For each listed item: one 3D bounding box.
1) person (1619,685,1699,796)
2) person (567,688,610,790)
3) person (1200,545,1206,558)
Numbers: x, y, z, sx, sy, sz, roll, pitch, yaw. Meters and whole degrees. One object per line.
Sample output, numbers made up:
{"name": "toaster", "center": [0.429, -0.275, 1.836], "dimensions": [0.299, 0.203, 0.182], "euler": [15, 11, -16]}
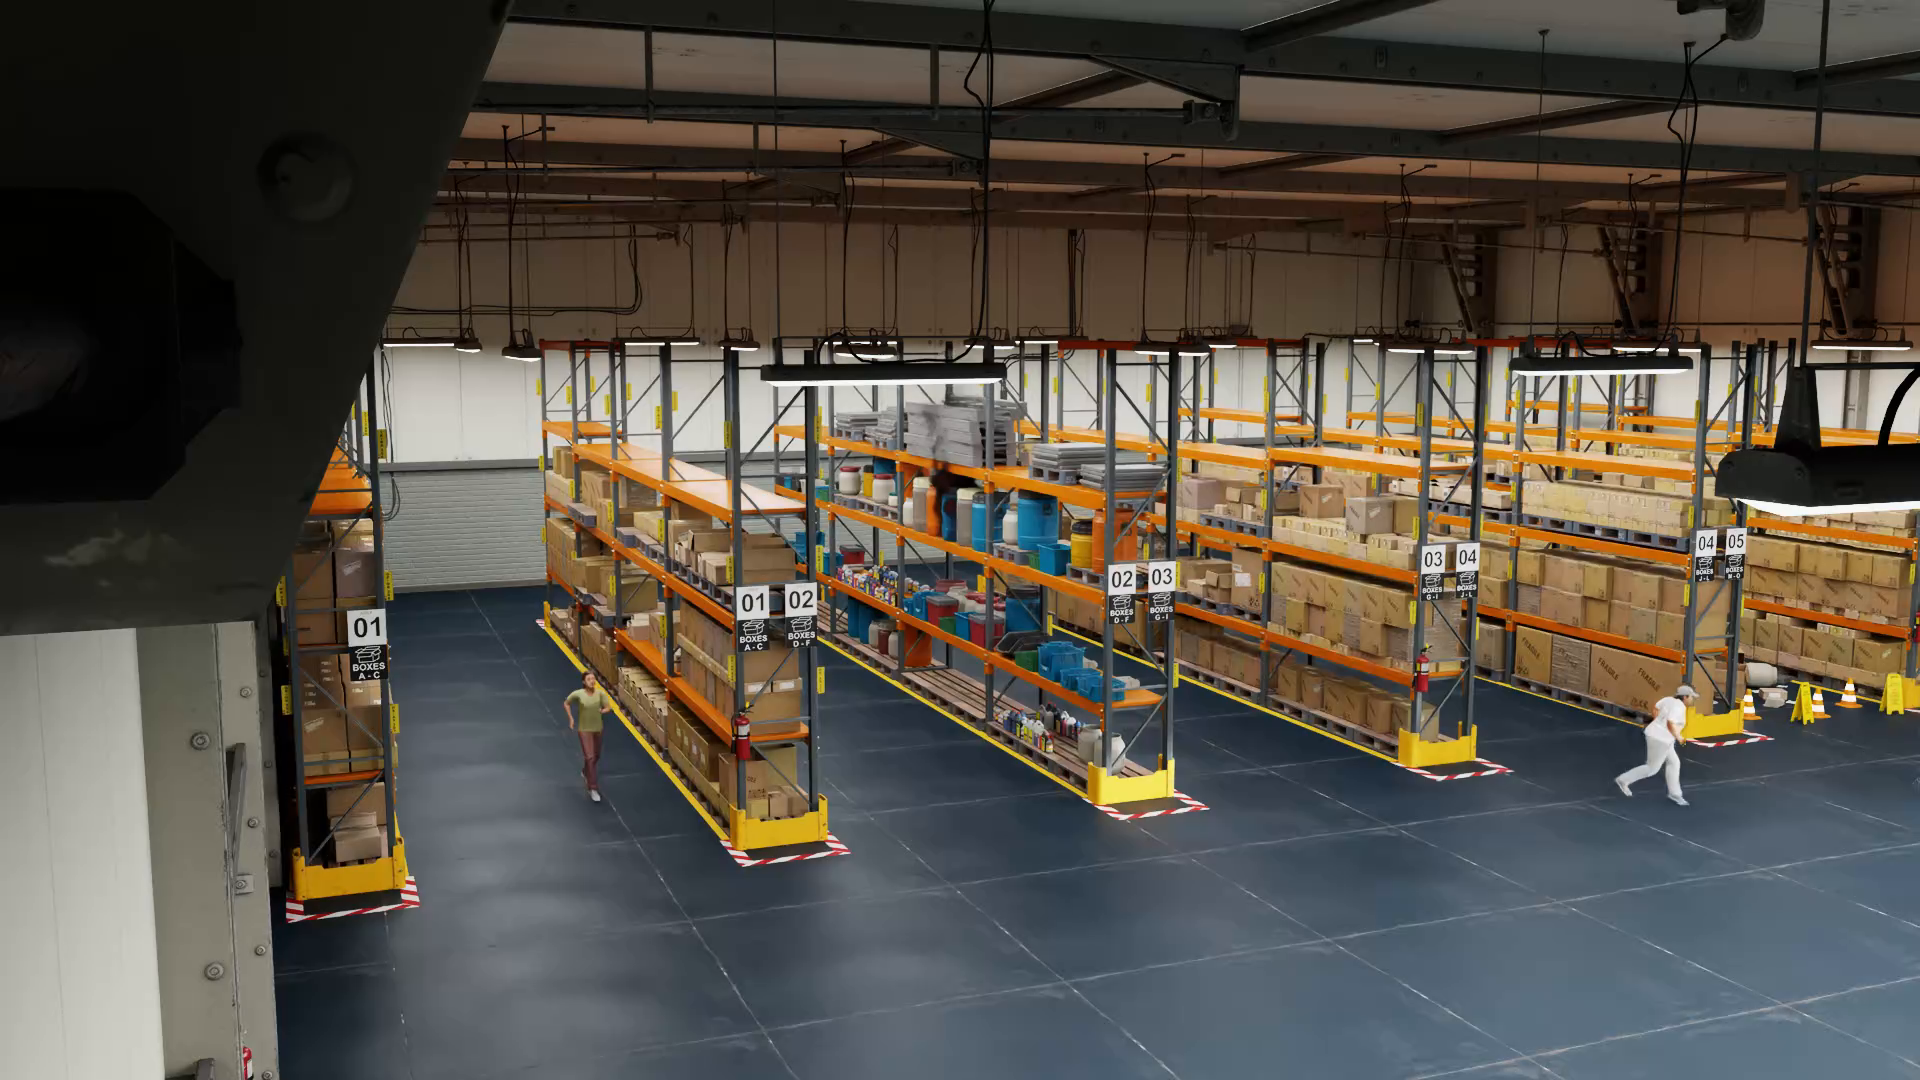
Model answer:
{"name": "person", "center": [9.226, 2.646, 21.987], "dimensions": [0.970, 1.492, 0.600], "euler": [1, 7, 5]}
{"name": "person", "center": [-4.958, 2.640, 22.424], "dimensions": [0.459, 1.319, 0.755], "euler": [-5, 9, -33]}
{"name": "person", "center": [6.014, 0.057, 41.597], "dimensions": [0.495, 1.663, 0.730], "euler": [3, 8, 20]}
